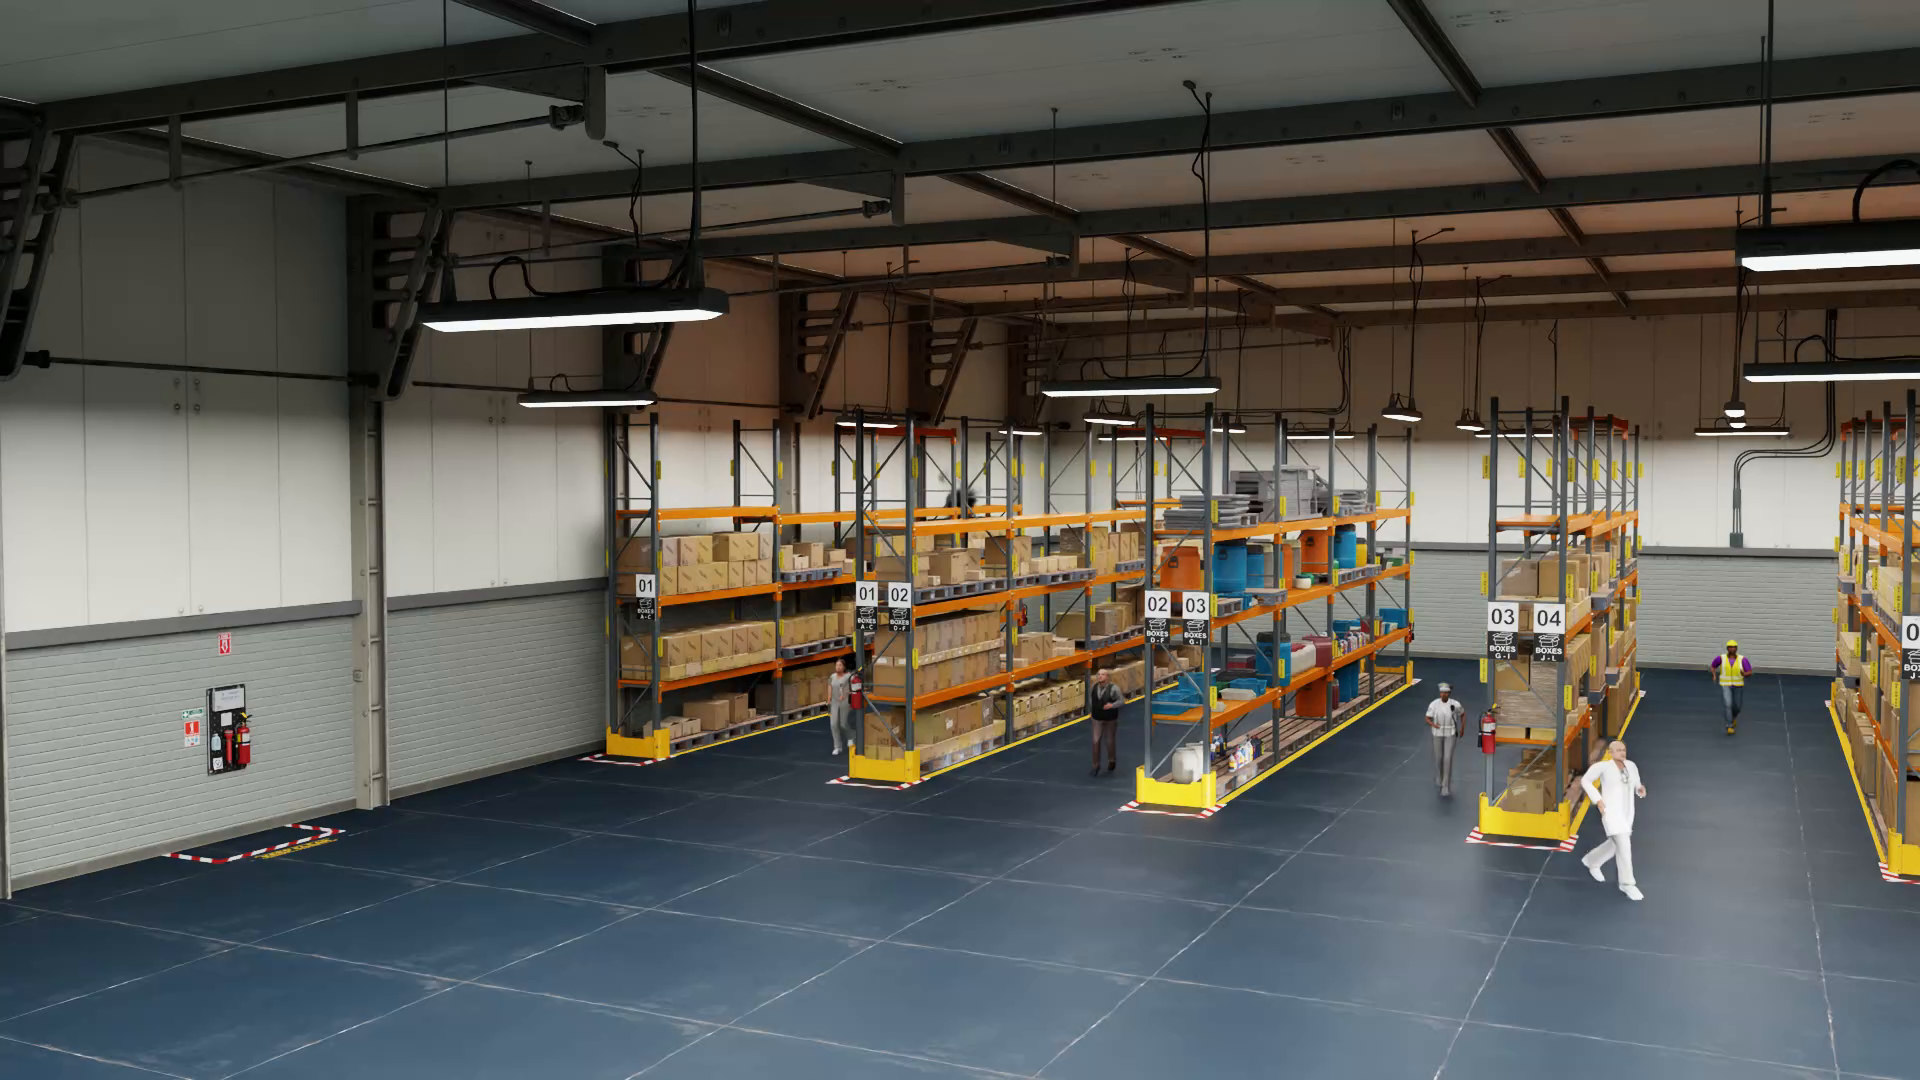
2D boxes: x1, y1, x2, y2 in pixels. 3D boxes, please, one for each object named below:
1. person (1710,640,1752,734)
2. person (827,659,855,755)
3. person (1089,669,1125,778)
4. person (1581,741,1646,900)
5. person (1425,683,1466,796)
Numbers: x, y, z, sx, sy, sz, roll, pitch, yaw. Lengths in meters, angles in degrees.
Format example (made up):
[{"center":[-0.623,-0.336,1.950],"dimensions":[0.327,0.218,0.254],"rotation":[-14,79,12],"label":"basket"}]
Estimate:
[{"center":[14.698,2.779,31.683],"dimensions":[0.710,1.747,0.963],"rotation":[1,3,18],"label":"person"},{"center":[-2.111,2.934,29.447],"dimensions":[0.574,1.663,0.769],"rotation":[1,3,17],"label":"person"},{"center":[2.399,3.031,27.292],"dimensions":[0.651,1.703,0.788],"rotation":[1,3,20],"label":"person"},{"center":[7.802,3.276,19.775],"dimensions":[0.686,1.804,0.987],"rotation":[-1,3,-23],"label":"person"},{"center":[7.549,3.066,25.879],"dimensions":[0.595,1.723,0.828],"rotation":[1,3,22],"label":"person"}]
